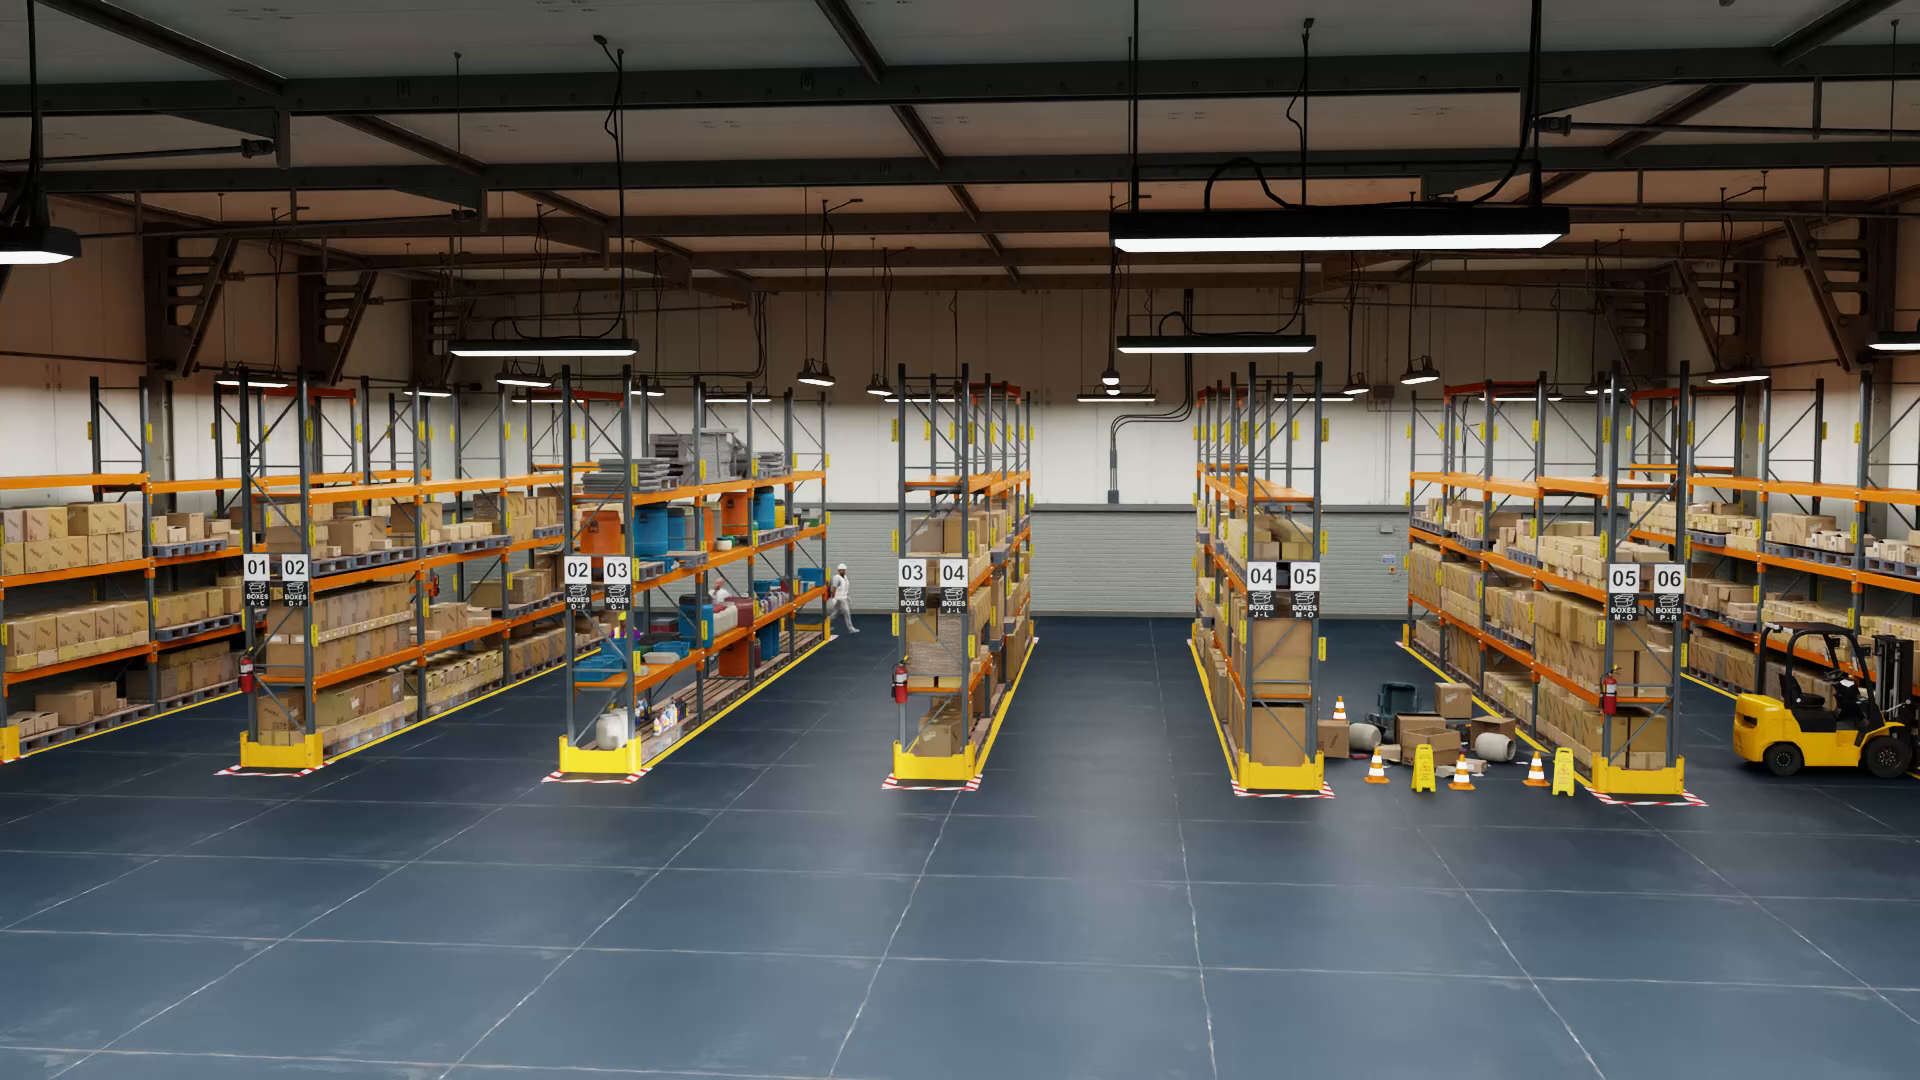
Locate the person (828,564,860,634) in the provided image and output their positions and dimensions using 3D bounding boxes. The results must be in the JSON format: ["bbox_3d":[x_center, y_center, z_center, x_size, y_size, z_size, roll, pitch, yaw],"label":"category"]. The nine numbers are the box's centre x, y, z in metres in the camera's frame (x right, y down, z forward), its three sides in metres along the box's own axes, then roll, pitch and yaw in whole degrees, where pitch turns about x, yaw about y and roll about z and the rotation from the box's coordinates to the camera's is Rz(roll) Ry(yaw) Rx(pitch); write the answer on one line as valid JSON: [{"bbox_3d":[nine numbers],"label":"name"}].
[{"bbox_3d":[-2.971,1.466,41.566,1.028,1.753,0.556,1,4,11],"label":"person"}]

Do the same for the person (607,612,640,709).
[{"bbox_3d":[-6.125,2.174,30.273,0.610,1.722,0.925,0,4,-1],"label":"person"}]

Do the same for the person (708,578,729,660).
[{"bbox_3d":[-5.456,1.757,37.052,0.603,1.817,0.803,2,4,32],"label":"person"}]
